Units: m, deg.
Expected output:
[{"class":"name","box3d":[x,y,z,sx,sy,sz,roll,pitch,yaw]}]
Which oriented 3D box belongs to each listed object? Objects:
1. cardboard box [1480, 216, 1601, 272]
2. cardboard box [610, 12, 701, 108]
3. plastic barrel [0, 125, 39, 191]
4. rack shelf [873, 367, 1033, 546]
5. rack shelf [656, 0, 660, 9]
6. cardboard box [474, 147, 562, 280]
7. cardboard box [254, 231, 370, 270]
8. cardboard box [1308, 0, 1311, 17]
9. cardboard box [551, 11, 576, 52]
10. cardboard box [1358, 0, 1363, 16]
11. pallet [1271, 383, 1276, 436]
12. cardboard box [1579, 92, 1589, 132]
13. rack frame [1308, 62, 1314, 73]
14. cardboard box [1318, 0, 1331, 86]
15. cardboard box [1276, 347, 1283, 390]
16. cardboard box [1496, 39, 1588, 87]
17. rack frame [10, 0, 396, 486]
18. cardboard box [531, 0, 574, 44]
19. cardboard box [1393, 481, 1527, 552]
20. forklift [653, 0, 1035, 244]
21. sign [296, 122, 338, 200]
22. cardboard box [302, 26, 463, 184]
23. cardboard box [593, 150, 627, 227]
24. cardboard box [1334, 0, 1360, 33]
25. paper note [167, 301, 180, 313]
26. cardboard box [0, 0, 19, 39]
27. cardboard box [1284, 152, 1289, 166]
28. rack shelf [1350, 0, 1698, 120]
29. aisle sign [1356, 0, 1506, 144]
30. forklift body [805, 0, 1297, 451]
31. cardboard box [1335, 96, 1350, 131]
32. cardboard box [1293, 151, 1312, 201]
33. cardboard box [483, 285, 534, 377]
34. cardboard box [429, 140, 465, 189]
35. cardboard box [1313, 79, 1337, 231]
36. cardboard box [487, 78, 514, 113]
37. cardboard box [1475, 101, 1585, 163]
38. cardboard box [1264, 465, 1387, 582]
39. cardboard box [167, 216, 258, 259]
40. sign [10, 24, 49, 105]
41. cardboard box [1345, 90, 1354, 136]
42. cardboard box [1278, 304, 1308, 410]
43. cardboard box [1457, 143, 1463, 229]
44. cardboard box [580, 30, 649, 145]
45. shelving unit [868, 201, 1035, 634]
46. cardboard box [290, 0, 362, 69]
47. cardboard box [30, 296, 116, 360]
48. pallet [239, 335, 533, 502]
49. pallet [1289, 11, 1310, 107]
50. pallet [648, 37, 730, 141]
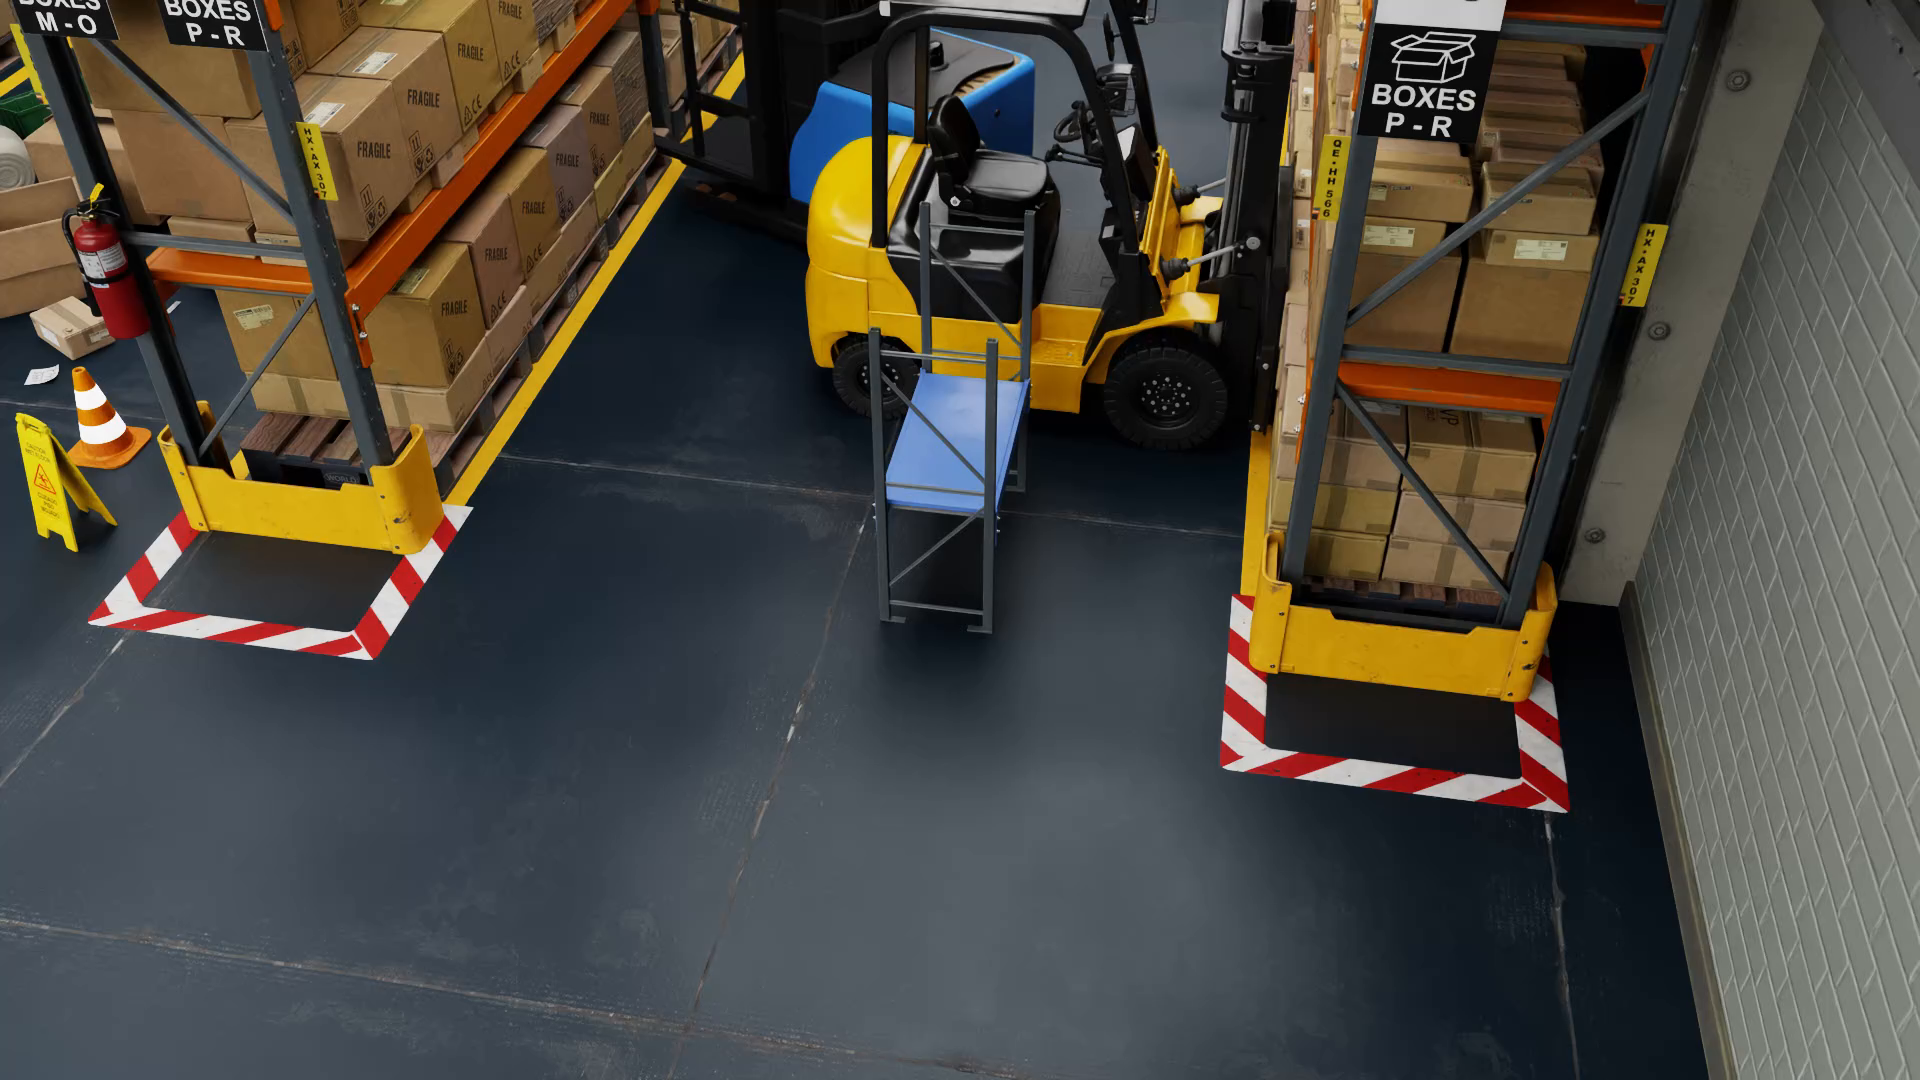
[{"class":"cardboard box","box3d":[2.151,-1.134,6.180,0.380,0.149,0.250,5,40,7]},{"class":"cardboard box","box3d":[-2.272,-3.195,10.993,0.950,0.372,0.625,7,40,8]},{"class":"plastic barrel","box3d":[-5.938,-2.325,10.229,0.421,0.421,0.512,-28,47,-30]},{"class":"rack shelf","box3d":[-0.015,-0.386,7.322,0.538,0.185,1.000,6,40,8]},{"class":"rack shelf","box3d":[-2.014,-4.694,11.638,1.077,0.370,4.000,6,40,8]},{"class":"cardboard box","box3d":[-2.456,-1.730,8.728,0.500,0.500,0.500,7,40,9]},{"class":"cardboard box","box3d":[-2.790,-1.299,7.165,0.380,0.149,0.250,7,40,8]},{"class":"cardboard box","box3d":[2.995,-4.127,11.922,0.875,0.625,0.625,8,40,9]},{"class":"cardboard box","box3d":[-2.288,-2.746,8.914,0.380,0.149,0.250,6,40,7]},{"class":"cardboard box","box3d":[1.951,-2.275,7.327,0.380,0.149,0.250,7,40,8]},{"class":"pallet","box3d":[2.142,-0.834,8.593,1.003,0.211,1.213,6,40,8]},{"class":"cardboard box","box3d":[2.401,-1.764,6.942,0.380,0.149,0.250,7,40,8]},{"class":"rack frame","box3d":[2.529,-3.171,9.232,1.000,3.000,0.127,6,40,8]},{"class":"cardboard box","box3d":[2.122,-2.631,8.500,0.500,0.500,0.500,7,40,8]},{"class":"cardboard box","box3d":[1.780,-0.935,7.963,0.500,0.250,0.500,6,40,7]},{"class":"cardboard box","box3d":[2.437,-2.055,7.060,0.380,0.149,0.250,6,40,7]},{"class":"rack frame","box3d":[-3.052,-1.206,6.854,1.000,3.000,0.127,6,40,8]},{"class":"cardboard box","box3d":[-2.360,-2.913,8.608,0.500,0.500,0.500,7,40,9]},{"class":"cardboard box","box3d":[2.123,-0.228,7.107,0.500,0.250,0.500,7,40,8]},{"class":"forklift","box3d":[-1.056,-3.315,9.459,3.031,2.935,1.130,24,45,27]},{"class":"sign","box3d":[-2.518,-1.480,6.506,0.100,0.325,0.005,6,40,8]},{"class":"cardboard box","box3d":[-2.611,-1.951,7.444,0.500,0.500,0.500,8,40,9]},{"class":"cardboard box","box3d":[-2.280,-2.082,9.743,0.500,0.250,0.500,5,40,6]},{"class":"cardboard box","box3d":[1.965,-2.489,7.818,0.380,0.149,0.250,5,40,6]},{"class":"paper note","box3d":[-4.413,-1.306,9.321,0.032,0.001,0.123,6,40,8]},{"class":"cardboard box","box3d":[-7.234,-3.893,11.540,1.050,0.750,0.750,6,40,7]},{"class":"cardboard box","box3d":[2.120,-2.006,9.651,0.500,0.250,0.500,7,40,8]},{"class":"rack shelf","box3d":[2.183,-2.795,6.987,1.077,0.370,4.000,6,40,8]},{"class":"aisle sign","box3d":[1.537,-1.654,5.356,0.394,0.787,0.004,6,40,8]},{"class":"forklift body","box3d":[0.369,-1.725,8.148,2.313,2.155,1.214,6,40,8]},{"class":"cardboard box","box3d":[1.795,-1.845,7.040,0.380,0.149,0.250,5,40,6]},{"class":"cardboard box","box3d":[1.963,-1.756,8.564,0.500,0.250,0.500,8,40,9]},{"class":"cardboard box","box3d":[-2.544,-1.103,8.559,0.500,0.250,0.500,8,40,9]},{"class":"cardboard box","box3d":[-2.545,-1.771,7.735,0.380,0.149,0.250,7,40,8]},{"class":"cardboard box","box3d":[1.851,-1.683,7.354,0.500,0.500,0.500,6,40,7]},{"class":"cardboard box","box3d":[-2.472,-2.272,8.341,0.380,0.149,0.250,5,40,6]},{"class":"cardboard box","box3d":[2.216,-1.579,6.485,0.380,0.149,0.250,7,40,9]},{"class":"cardboard box","box3d":[1.607,-0.093,7.336,0.500,0.250,0.500,7,40,8]},{"class":"cardboard box","box3d":[-3.198,-1.367,7.247,0.380,0.149,0.250,8,40,9]},{"class":"sign","box3d":[-3.595,-1.848,6.474,0.100,0.325,0.005,6,40,8]},{"class":"cardboard box","box3d":[1.722,-1.637,6.556,0.380,0.149,0.250,7,40,9]},{"class":"cardboard box","box3d":[1.692,-0.793,7.398,0.500,0.250,0.500,7,40,8]},{"class":"cardboard box","box3d":[2.265,-1.309,6.901,0.500,0.500,0.500,8,40,9]},{"class":"cardboard box","box3d":[-2.198,-2.706,9.909,0.500,0.500,0.500,6,40,7]},{"class":"shelving unit","box3d":[-0.015,-0.524,7.207,0.538,1.500,1.048,6,40,8]},{"class":"cardboard box","box3d":[-3.084,-2.406,7.209,0.700,0.500,0.500,7,40,8]},{"class":"cardboard box","box3d":[-4.815,-1.152,9.027,0.380,0.149,0.250,28,47,30]},{"class":"pallet","box3d":[-2.864,-0.685,8.413,1.003,0.211,1.213,6,40,8]},{"class":"pallet","box3d":[2.827,-3.331,11.613,1.003,0.211,1.213,6,40,8]},{"class":"pallet","box3d":[-2.227,-3.130,11.370,1.003,0.211,1.213,6,40,8]}]
